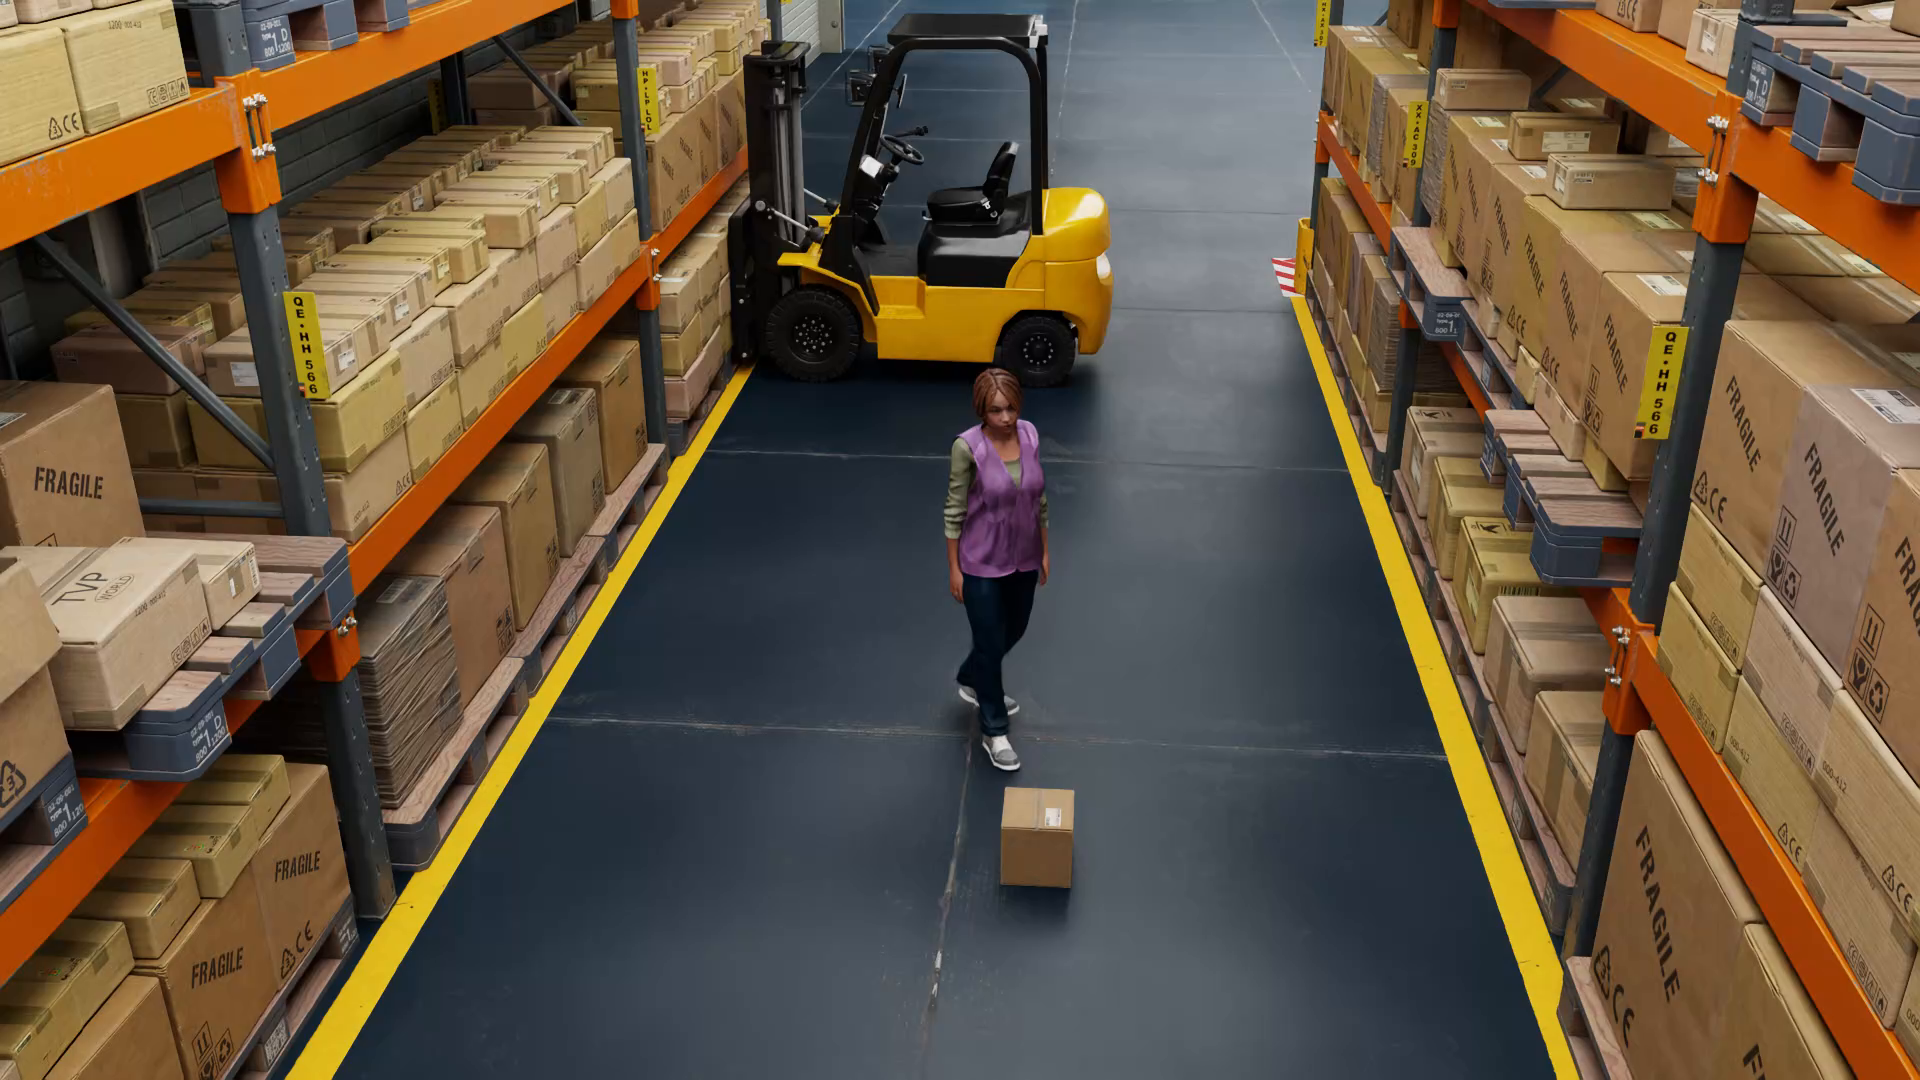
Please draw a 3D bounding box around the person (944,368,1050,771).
[{"bbox_3d":[0.129,0.084,6.438,0.430,1.591,0.557,-15,29,-29],"label":"person"}]
